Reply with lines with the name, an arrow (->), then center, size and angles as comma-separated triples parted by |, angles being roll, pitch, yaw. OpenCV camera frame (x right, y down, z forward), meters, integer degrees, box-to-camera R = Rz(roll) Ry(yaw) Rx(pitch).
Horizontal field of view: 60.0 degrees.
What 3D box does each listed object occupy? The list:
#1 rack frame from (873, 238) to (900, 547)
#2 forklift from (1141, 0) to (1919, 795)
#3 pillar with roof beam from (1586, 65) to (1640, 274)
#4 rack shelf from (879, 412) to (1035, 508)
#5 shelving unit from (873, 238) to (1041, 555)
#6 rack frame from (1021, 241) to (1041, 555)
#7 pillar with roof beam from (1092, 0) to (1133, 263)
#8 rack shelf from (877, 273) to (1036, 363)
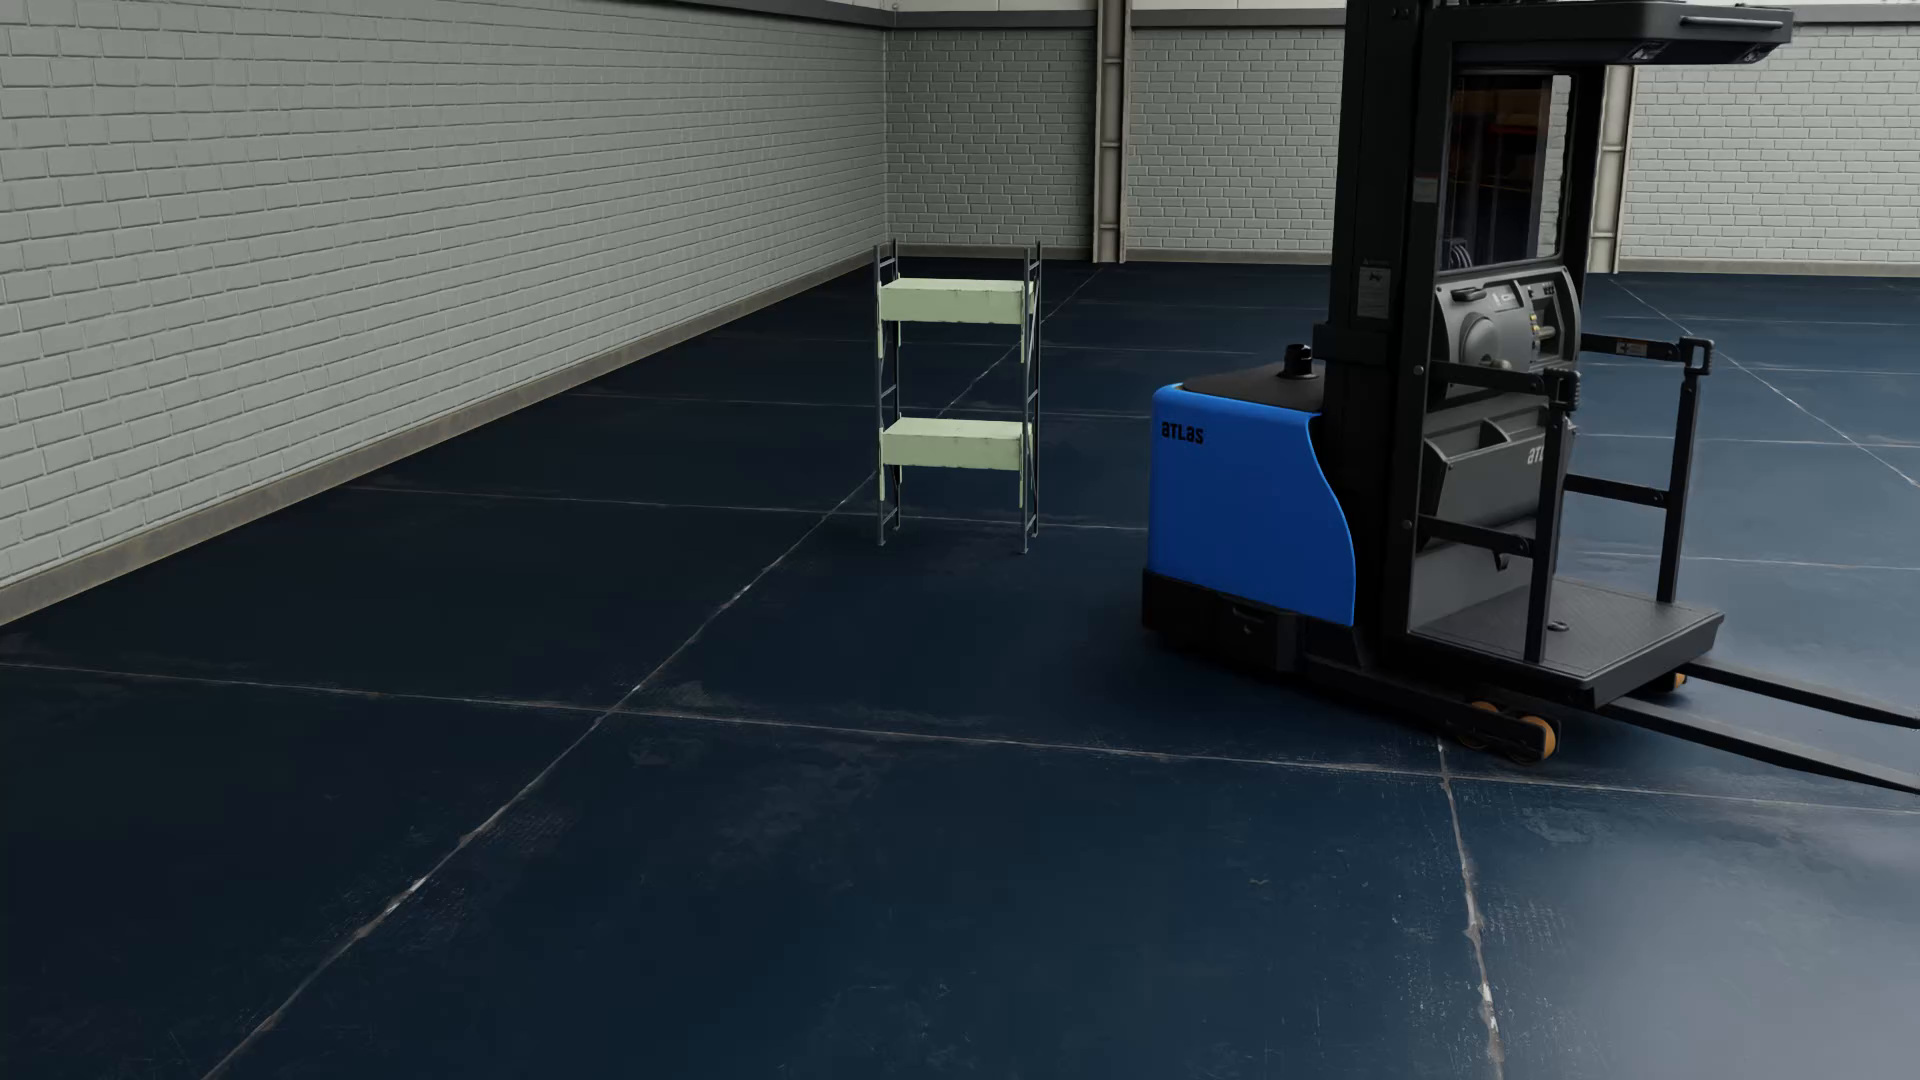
rack frame -> -0.365, -0.743, 8.363 | 0.023, 1.500, 0.400 | 3, 16, 11
forklift -> 2.131, -0.794, 5.869 | 1.130, 2.935, 3.031 | -14, 21, -41
pillar with roof beam -> 6.948, -6.488, 15.055 | 0.400, 9.000, 9.100 | 3, 16, 11
rack shelf -> -0.007, -0.409, 8.380 | 0.720, 0.370, 0.431 | 3, 16, 11
shelving unit -> -0.007, -0.723, 8.293 | 0.755, 1.500, 0.431 | 3, 16, 11
rack frame -> 0.352, -0.704, 8.223 | 0.023, 1.500, 0.400 | 3, 16, 11
pillar with roof beam -> 1.068, -6.807, 16.208 | 0.400, 9.000, 9.100 | 3, 16, 11
rack shelf -> -0.007, -1.099, 8.189 | 0.720, 0.370, 0.431 | 3, 16, 11
